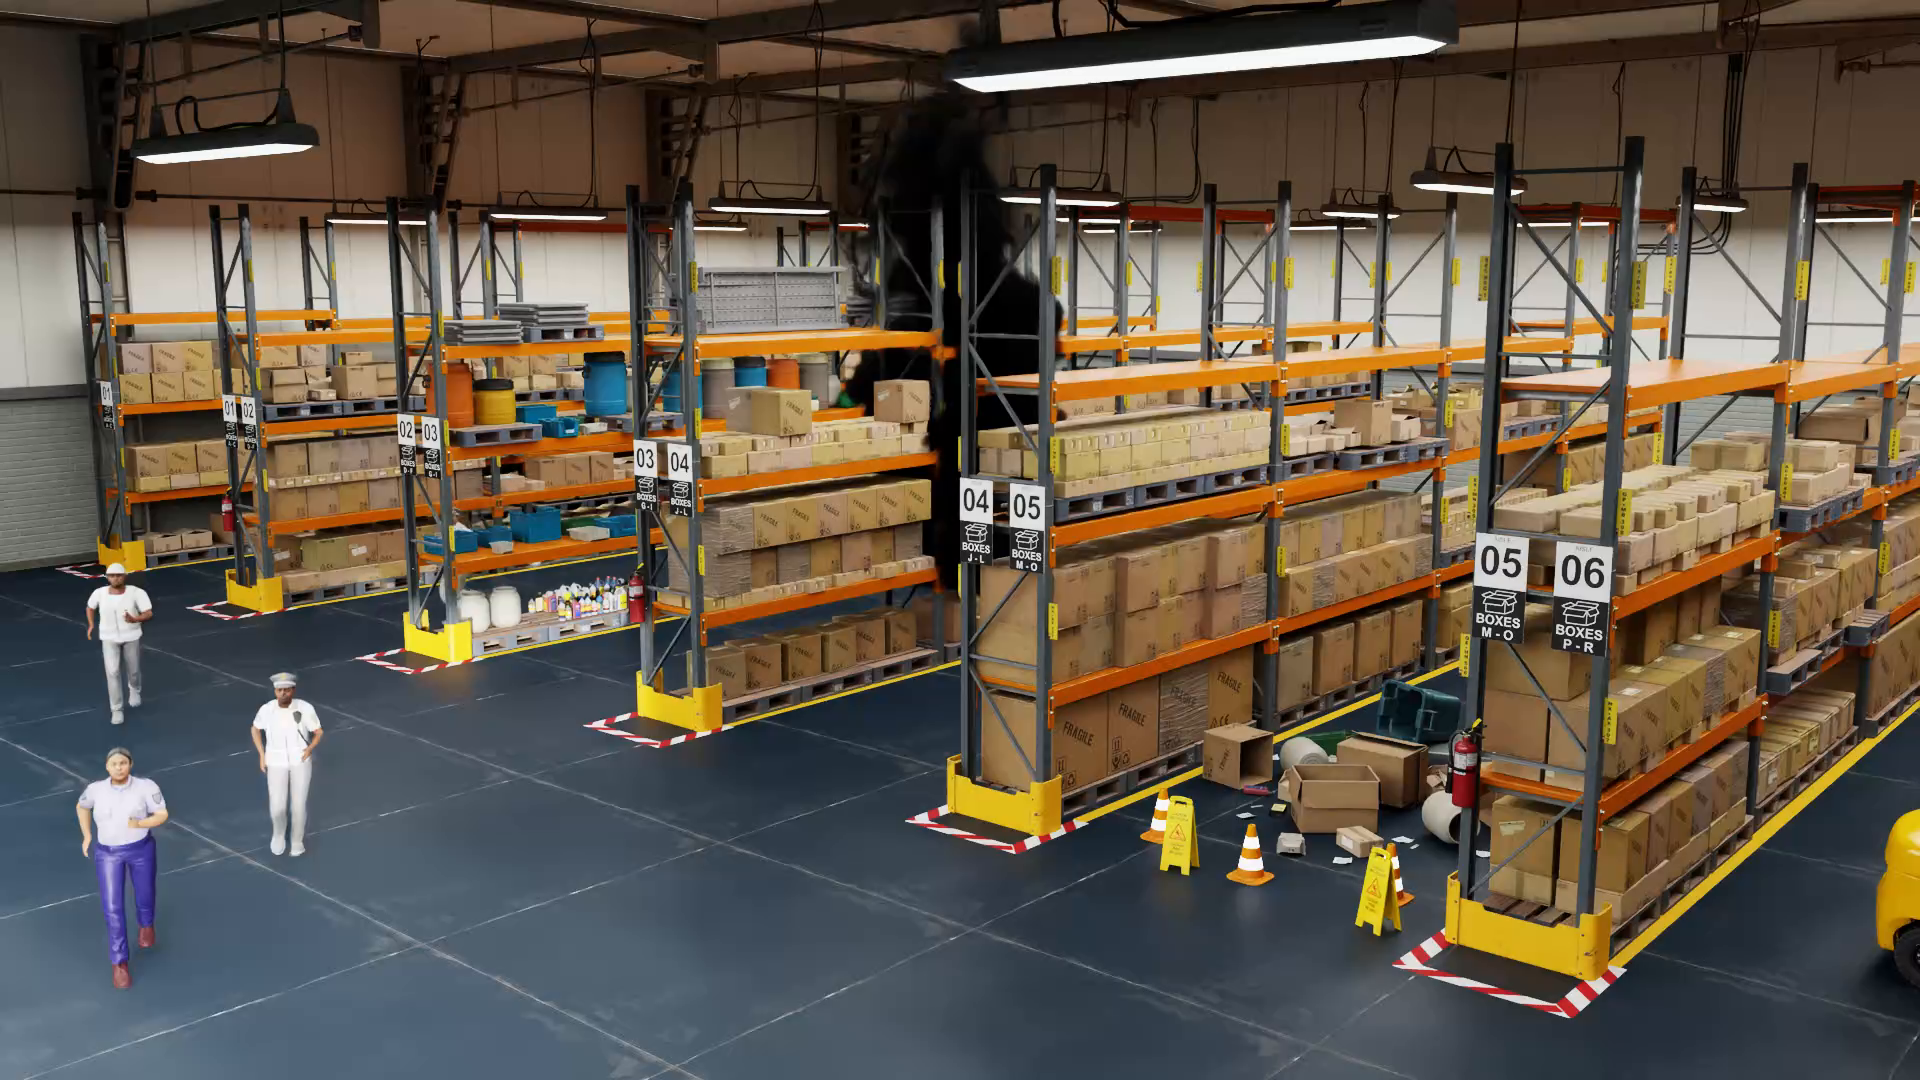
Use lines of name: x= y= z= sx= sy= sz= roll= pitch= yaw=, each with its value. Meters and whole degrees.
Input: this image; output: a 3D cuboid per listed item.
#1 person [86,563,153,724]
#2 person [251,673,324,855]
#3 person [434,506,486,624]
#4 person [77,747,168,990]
person: x=-9.570 y=1.129 z=18.968 sx=0.702 sy=1.759 sz=0.969 roll=-4 pitch=10 yaw=-22
person: x=-5.839 y=1.959 z=14.481 sx=0.585 sy=1.668 sz=0.589 roll=-4 pitch=10 yaw=-21
person: x=-7.203 y=0.342 z=23.921 sx=0.700 sy=1.729 sz=0.631 roll=8 pitch=12 yaw=40
person: x=-6.122 y=2.337 z=12.214 sx=0.594 sy=1.671 sz=0.859 roll=-5 pitch=11 yaw=-27
